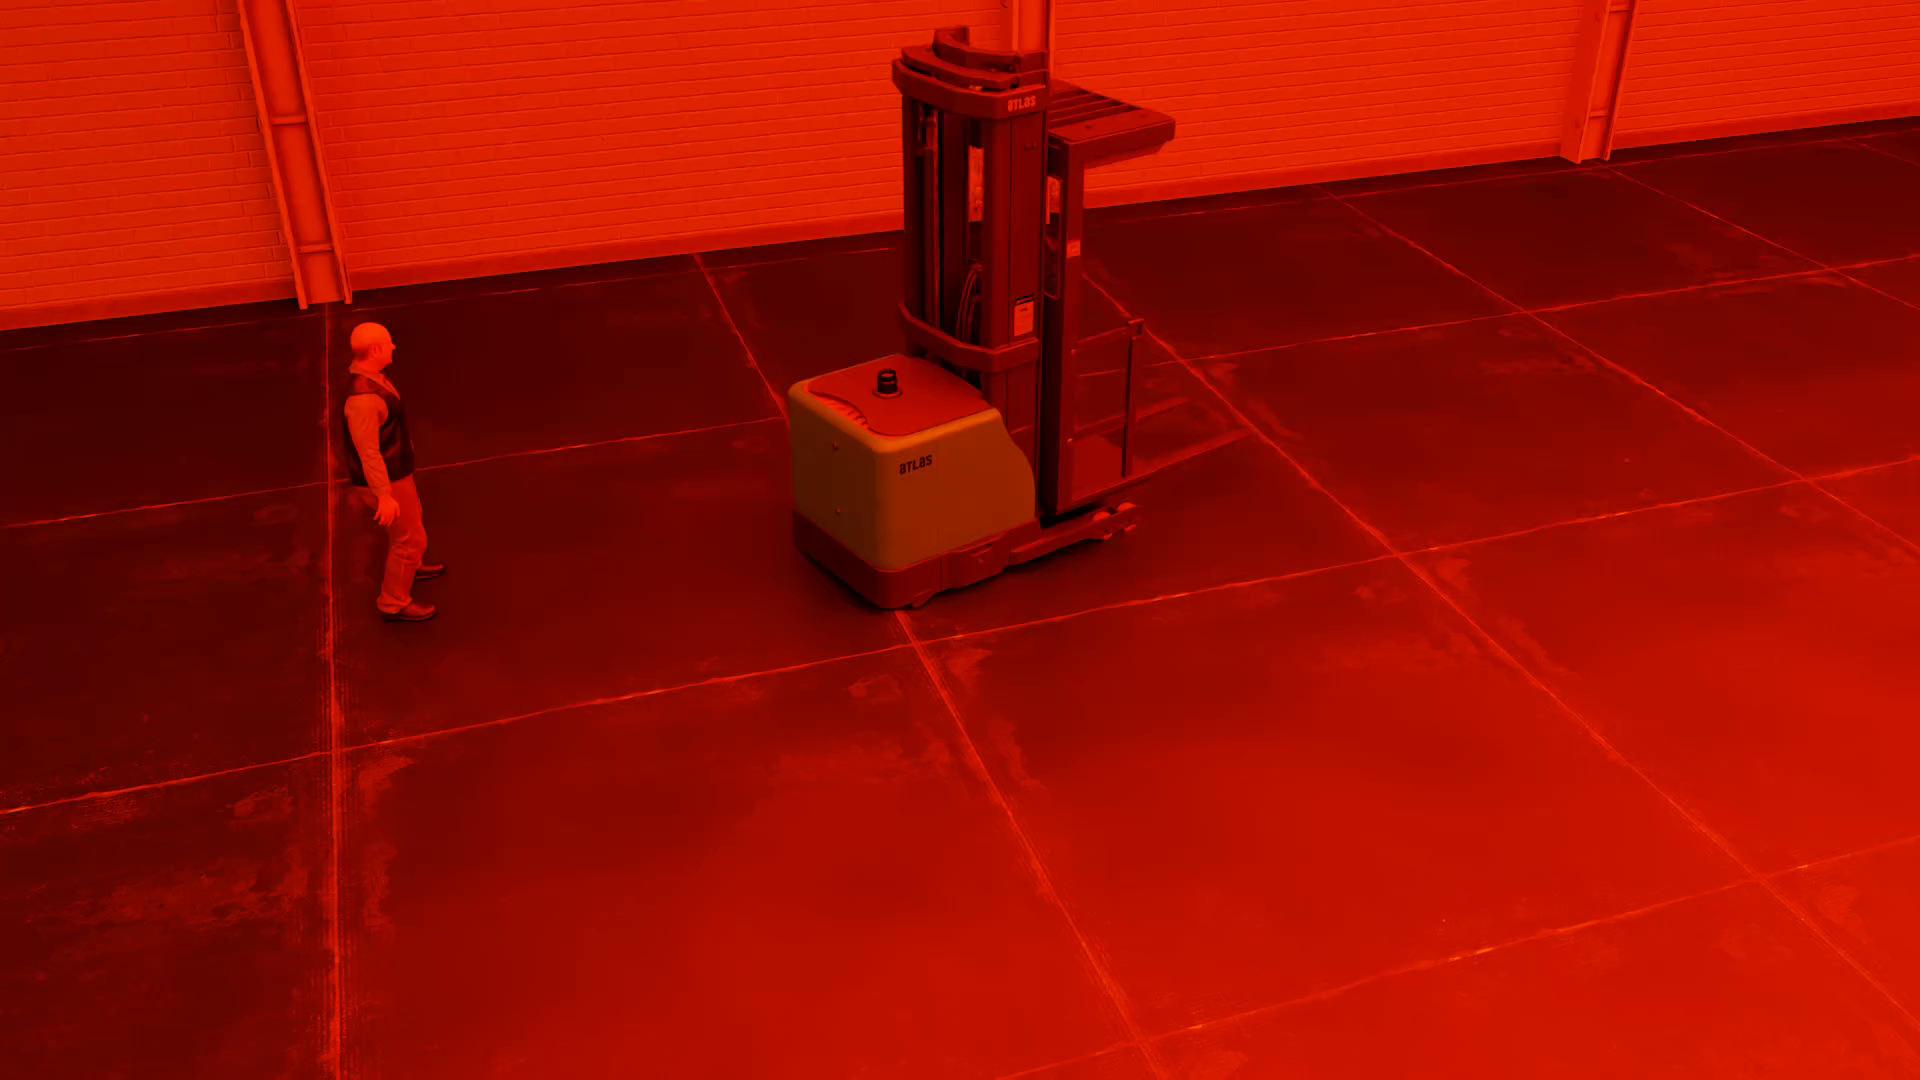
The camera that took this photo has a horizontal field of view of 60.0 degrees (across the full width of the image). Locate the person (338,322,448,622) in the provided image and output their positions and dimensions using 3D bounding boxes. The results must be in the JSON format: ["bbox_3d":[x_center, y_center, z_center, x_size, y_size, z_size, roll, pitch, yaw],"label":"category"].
[{"bbox_3d":[-3.076,-0.375,8.974,0.422,1.701,0.745,-11,32,-18],"label":"person"}]

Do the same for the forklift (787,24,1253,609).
[{"bbox_3d":[0.492,-1.464,9.632,3.031,2.935,1.130,-20,36,-31],"label":"forklift"}]
